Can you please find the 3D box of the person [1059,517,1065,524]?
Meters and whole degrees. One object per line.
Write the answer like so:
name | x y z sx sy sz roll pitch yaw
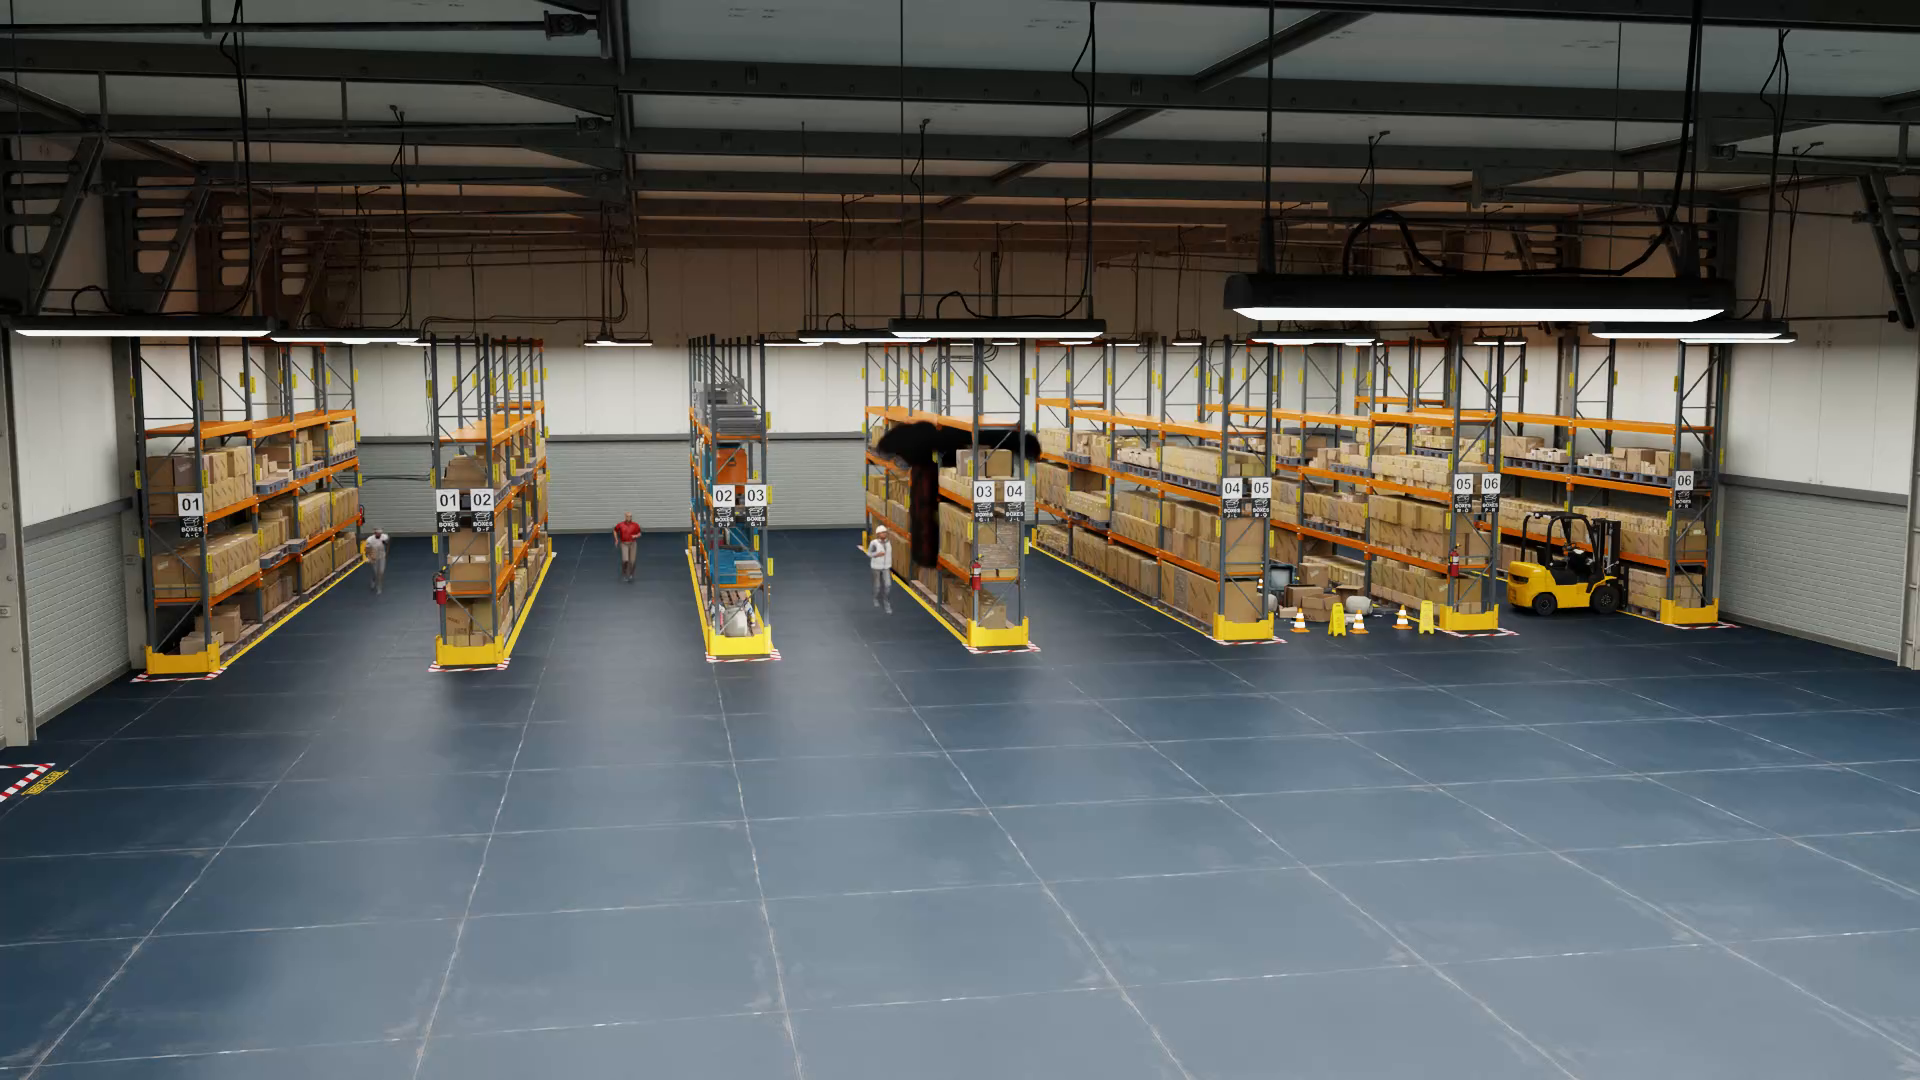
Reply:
person | 3.260 -0.818 49.857 0.730 1.709 0.650 0 7 0

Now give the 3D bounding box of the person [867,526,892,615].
person | -1.679 0.615 34.837 0.620 1.843 0.779 -3 7 -23

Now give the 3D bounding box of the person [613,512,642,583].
person | -8.158 0.196 40.912 0.651 1.767 0.735 -2 7 -19

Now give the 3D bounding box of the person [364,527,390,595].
person | -13.767 0.460 39.253 0.599 1.630 0.949 -4 8 -32
